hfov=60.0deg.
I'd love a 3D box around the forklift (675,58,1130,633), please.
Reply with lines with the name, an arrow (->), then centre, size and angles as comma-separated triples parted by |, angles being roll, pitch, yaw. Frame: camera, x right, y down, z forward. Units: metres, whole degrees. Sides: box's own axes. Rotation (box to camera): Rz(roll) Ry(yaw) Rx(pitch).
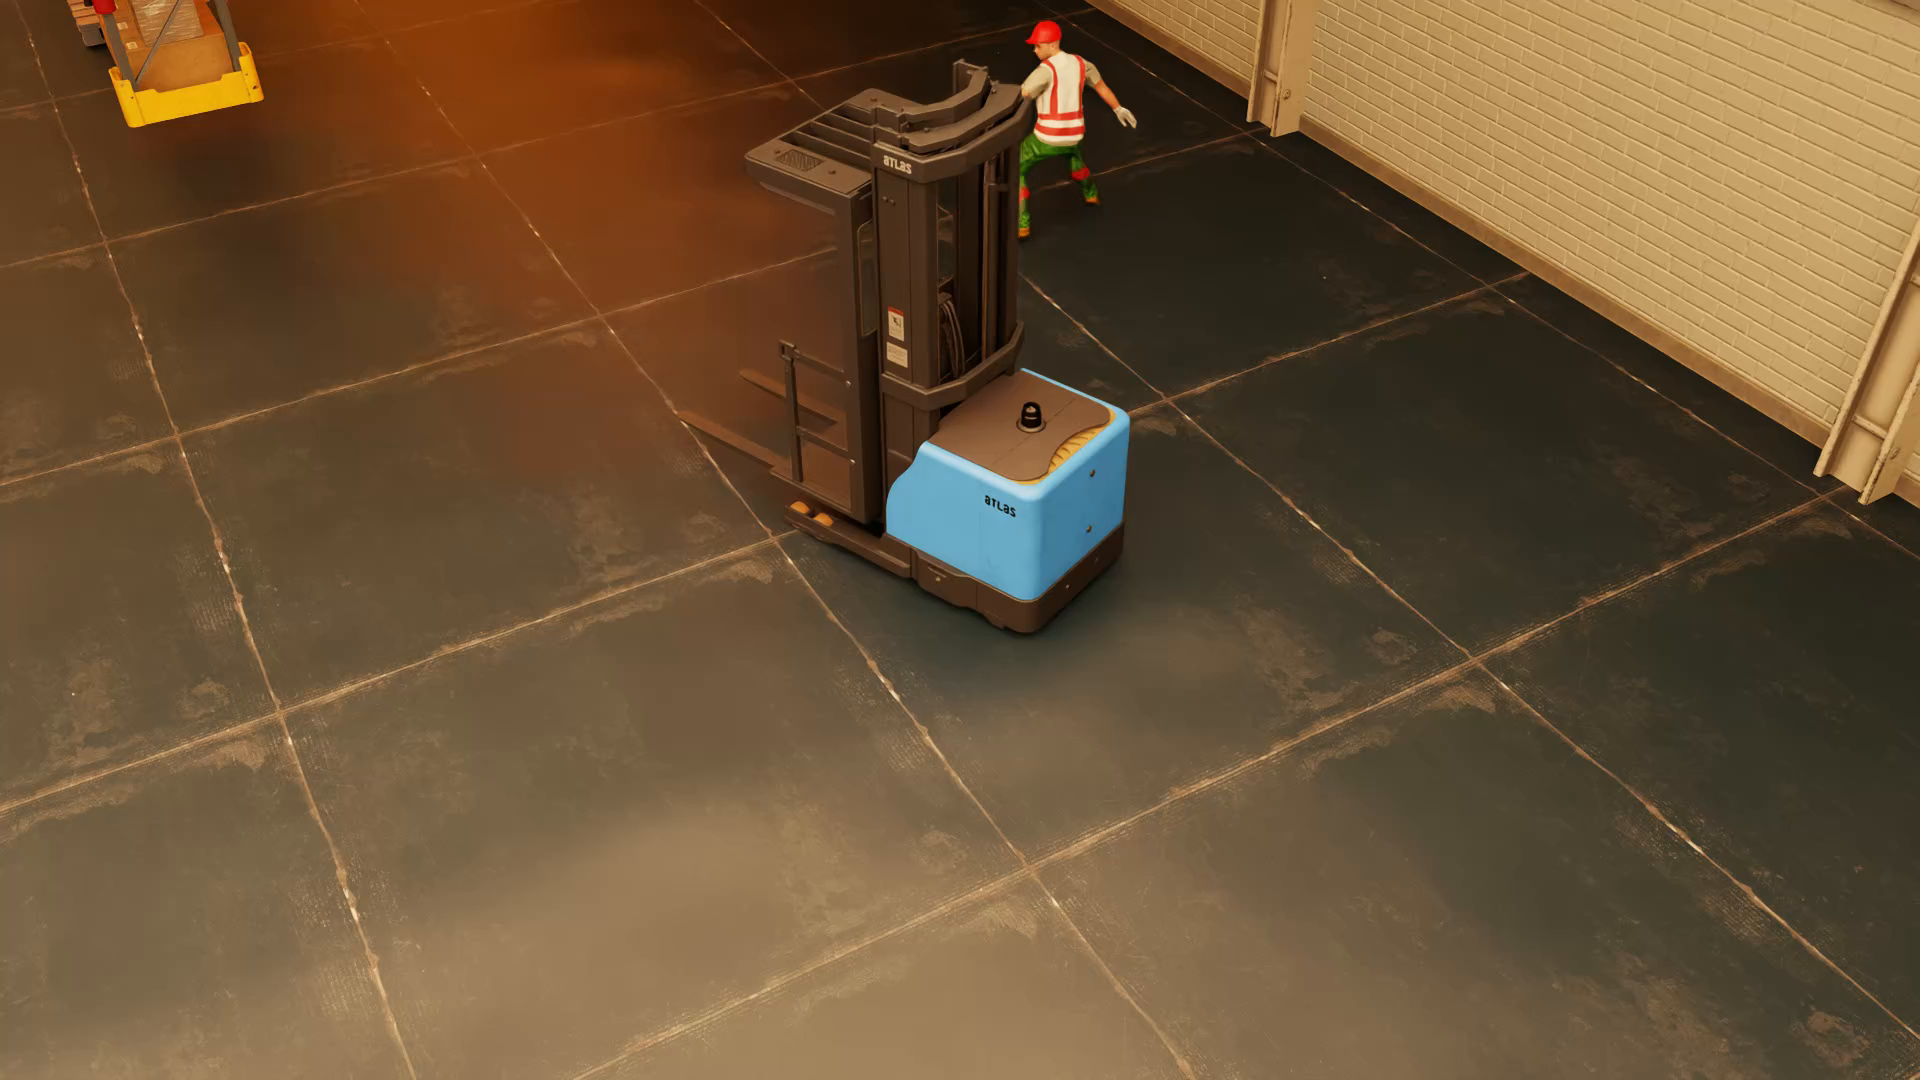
forklift -> -0.481, -1.366, 9.683 | 3.031, 2.935, 1.130 | 26, 46, 28

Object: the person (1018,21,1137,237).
person -> 0.777, -3.181, 12.988 | 1.100, 1.720, 0.591 | -21, 44, -23
